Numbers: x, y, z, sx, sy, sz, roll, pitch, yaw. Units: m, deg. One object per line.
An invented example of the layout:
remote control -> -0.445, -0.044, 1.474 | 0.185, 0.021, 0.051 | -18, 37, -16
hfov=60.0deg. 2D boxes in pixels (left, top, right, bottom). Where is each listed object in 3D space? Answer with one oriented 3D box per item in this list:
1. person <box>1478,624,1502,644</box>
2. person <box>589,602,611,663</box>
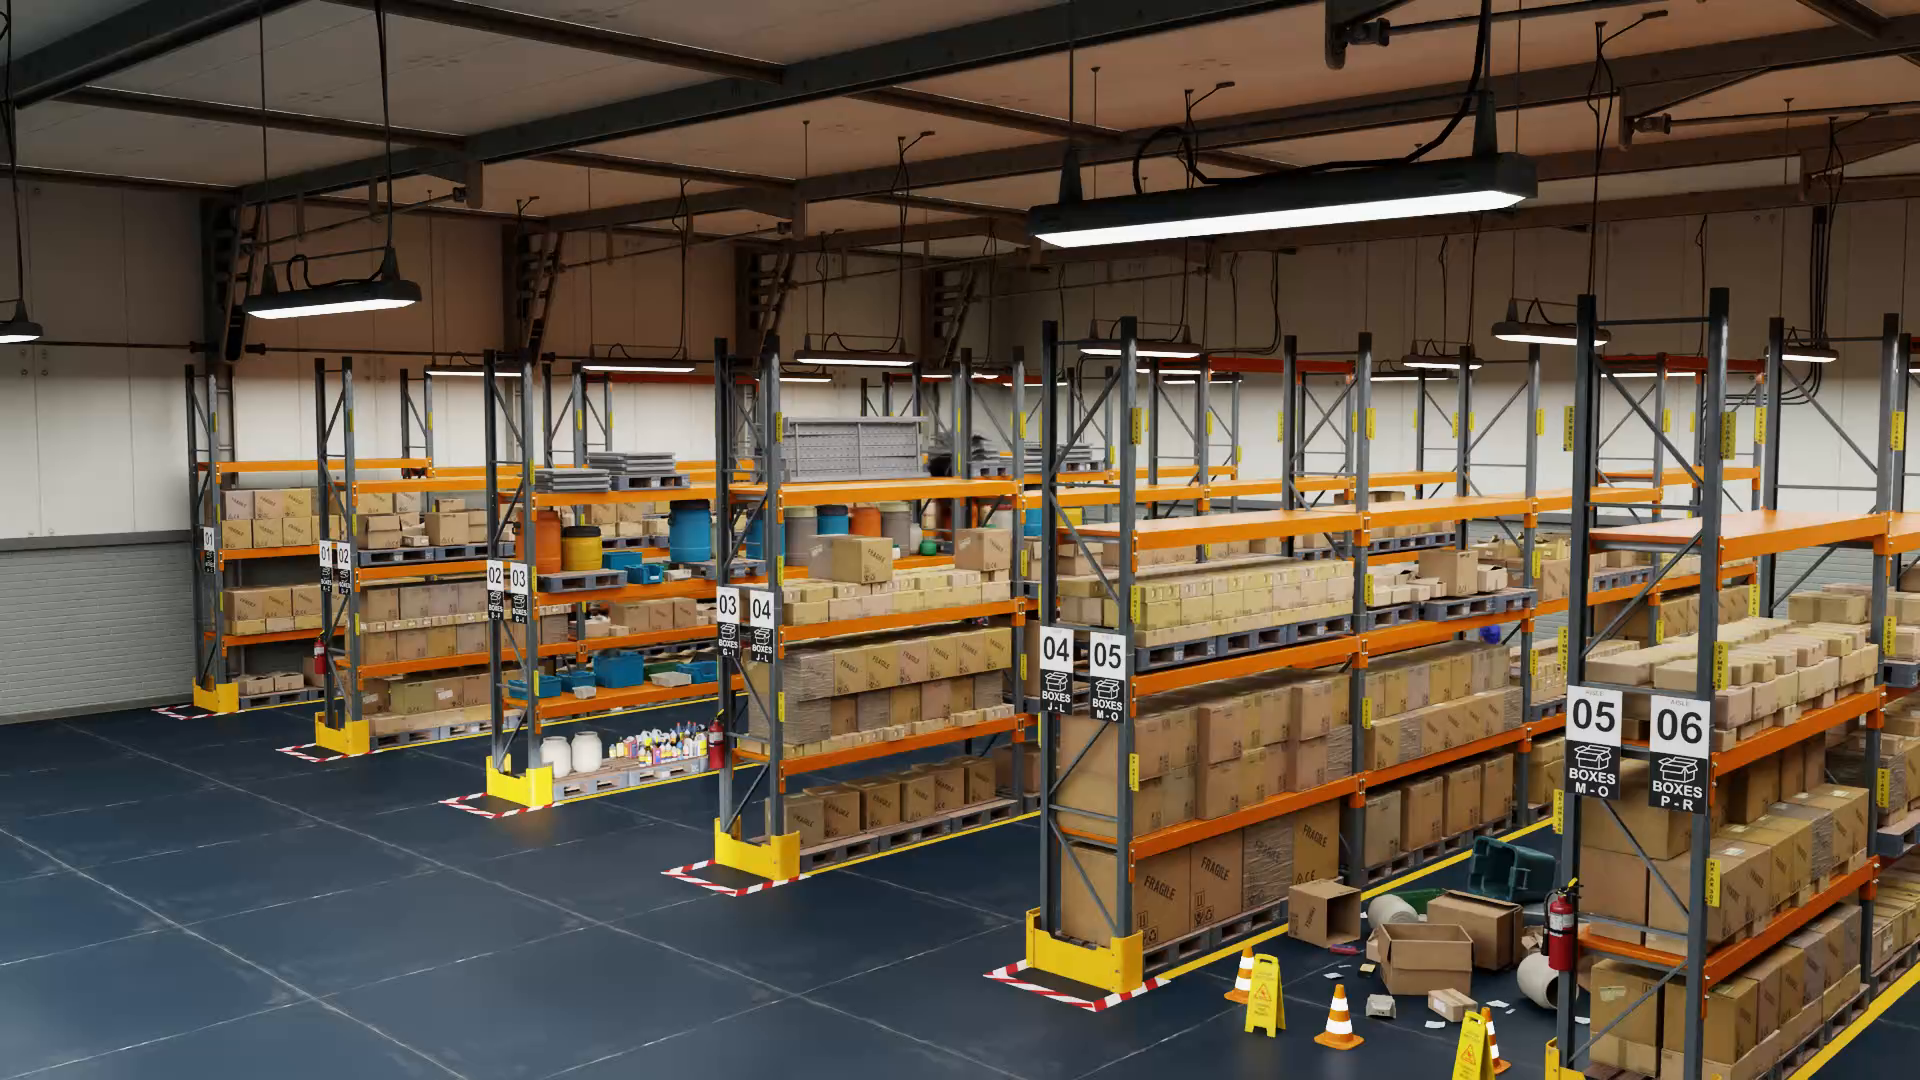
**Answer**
person -> 9.738, 2.034, 30.614 | 0.605, 1.601, 0.695 | -3, 5, -33
person -> -6.694, 1.977, 31.192 | 0.574, 1.682, 0.937 | 4, 6, 42
